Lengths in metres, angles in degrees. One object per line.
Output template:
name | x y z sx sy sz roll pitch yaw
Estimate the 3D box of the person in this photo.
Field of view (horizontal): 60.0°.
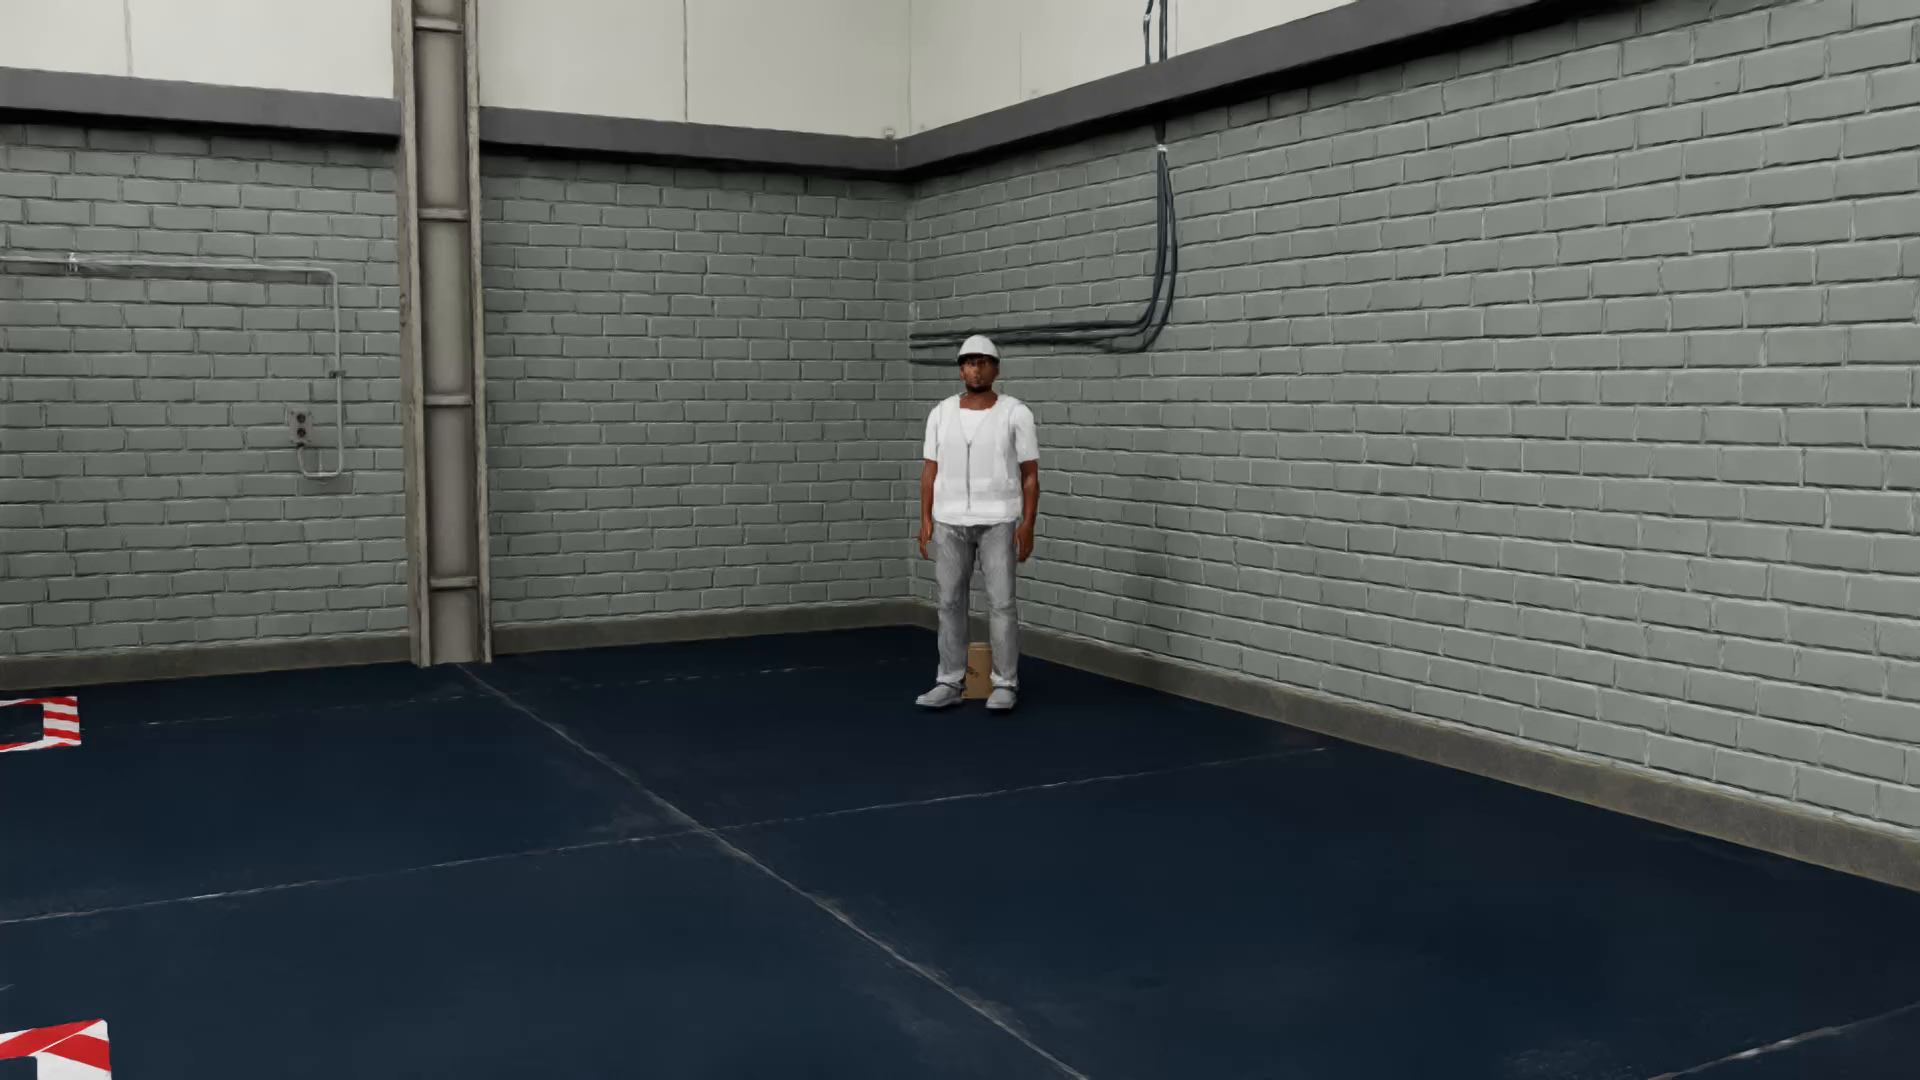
person | 0.081 -0.084 7.874 0.573 1.771 0.376 1 5 14
